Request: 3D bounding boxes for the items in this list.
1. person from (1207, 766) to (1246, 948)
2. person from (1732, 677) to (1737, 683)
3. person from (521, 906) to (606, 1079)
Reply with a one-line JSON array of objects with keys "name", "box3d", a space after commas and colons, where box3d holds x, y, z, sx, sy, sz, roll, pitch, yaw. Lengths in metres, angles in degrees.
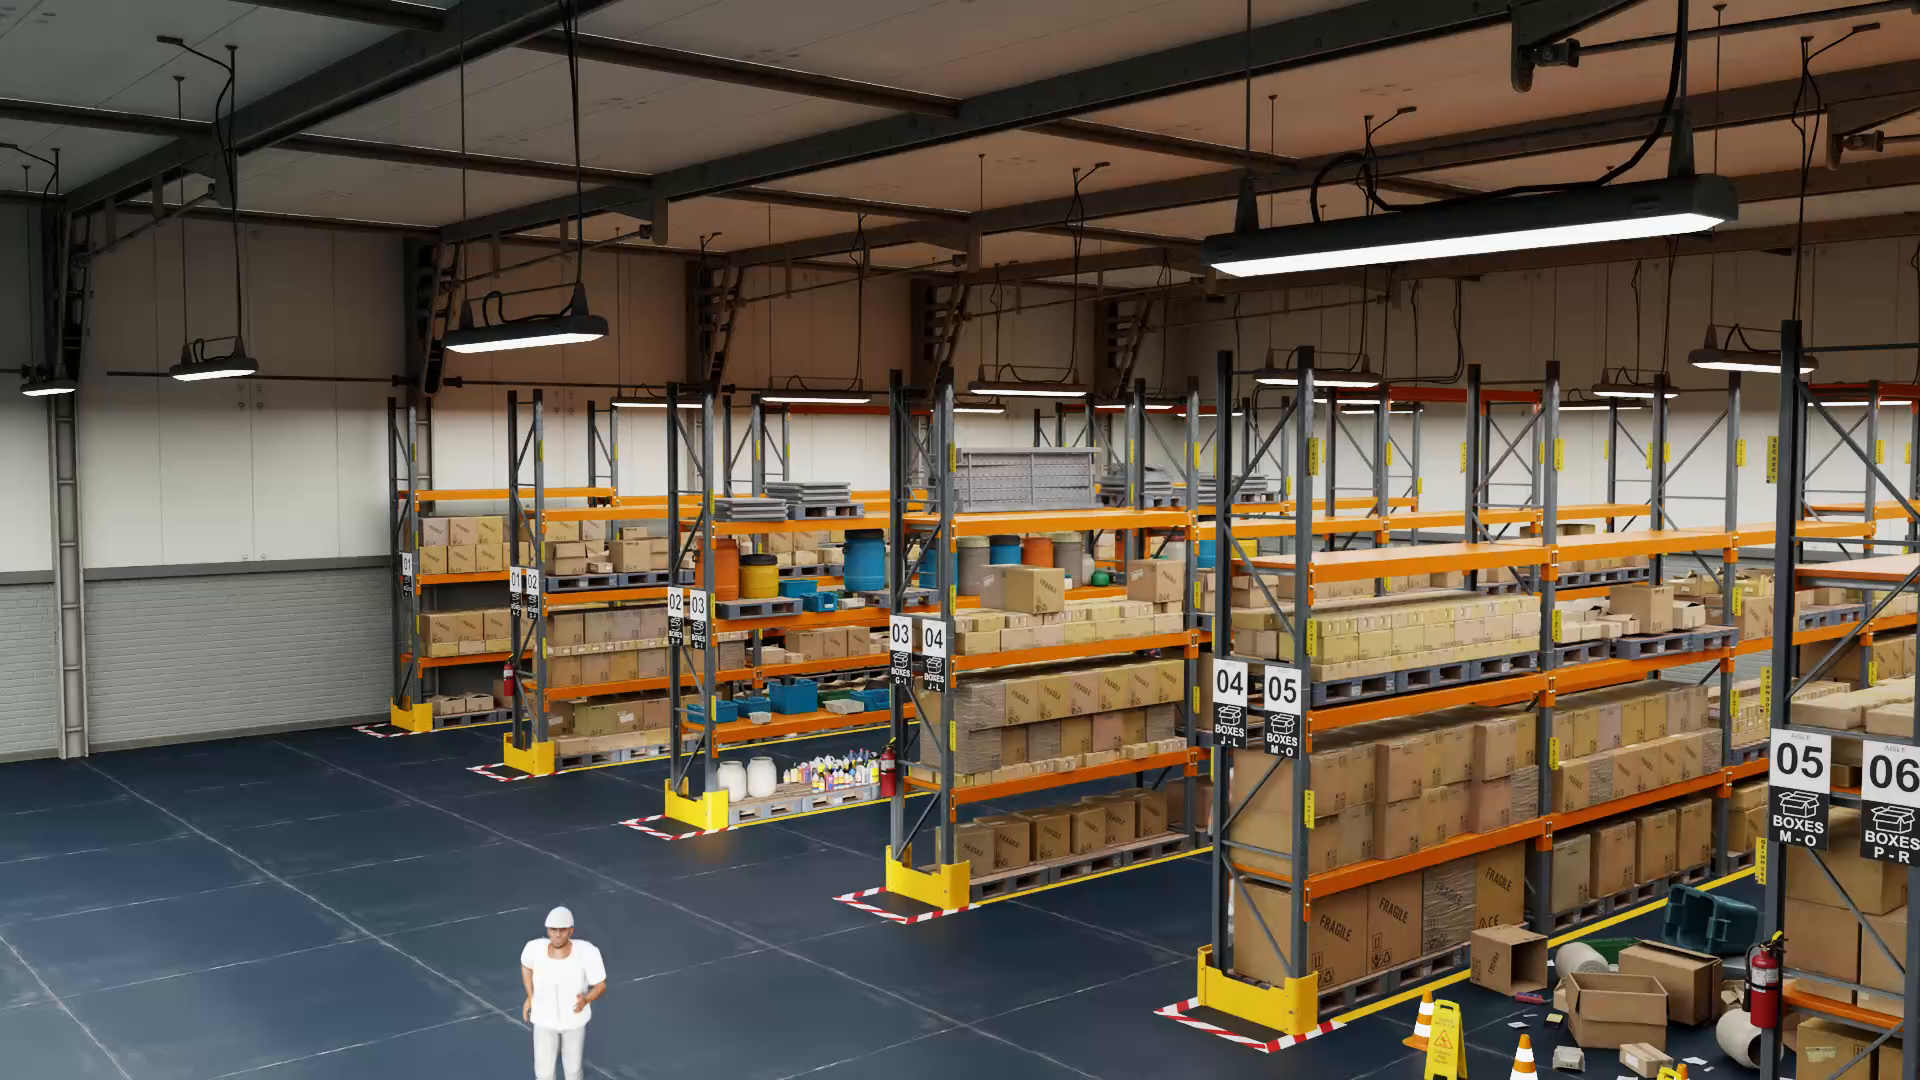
[{"name": "person", "box3d": [2.890, 3.259, 17.289, 0.817, 1.844, 0.683, -3, 5, -45]}, {"name": "person", "box3d": [11.460, 2.864, 24.765, 0.677, 1.704, 0.852, 3, 5, 43]}, {"name": "person", "box3d": [-2.921, 3.572, 12.266, 0.616, 1.806, 0.893, -1, 3, -12]}]
